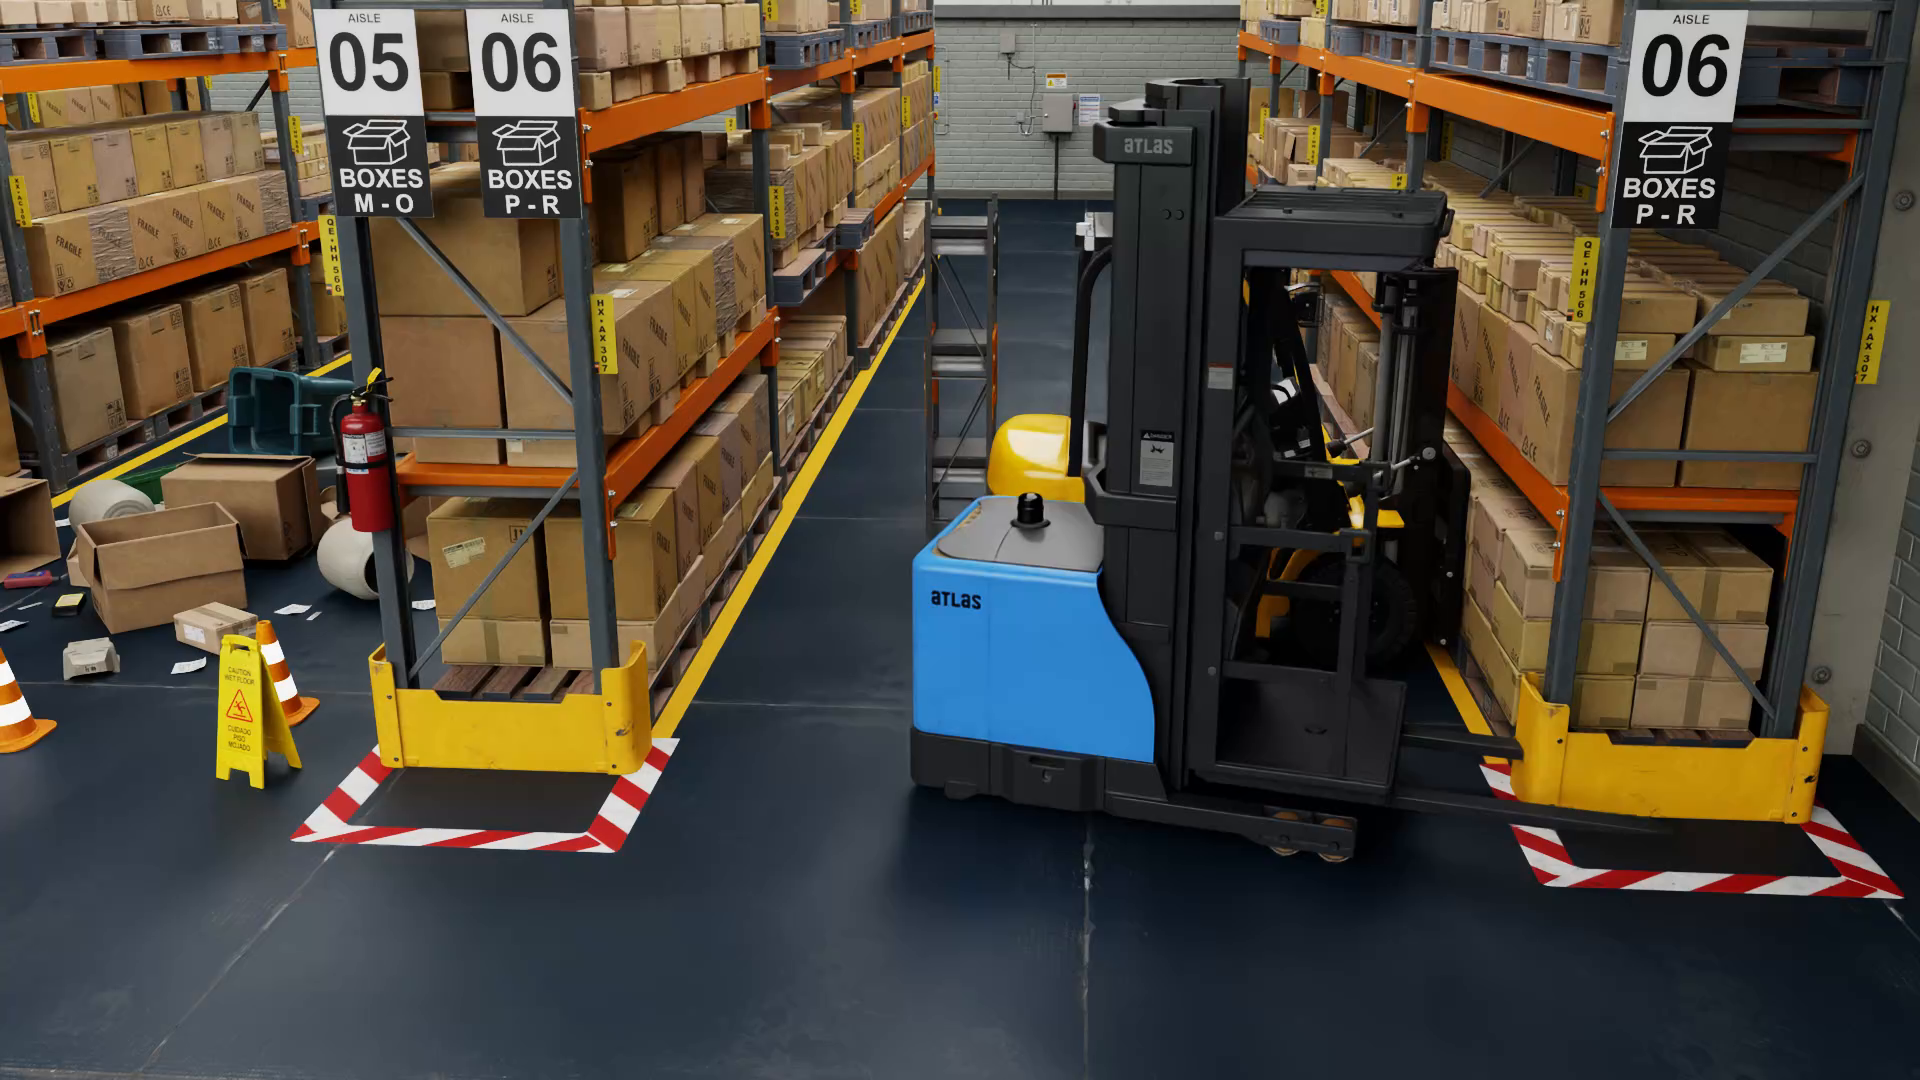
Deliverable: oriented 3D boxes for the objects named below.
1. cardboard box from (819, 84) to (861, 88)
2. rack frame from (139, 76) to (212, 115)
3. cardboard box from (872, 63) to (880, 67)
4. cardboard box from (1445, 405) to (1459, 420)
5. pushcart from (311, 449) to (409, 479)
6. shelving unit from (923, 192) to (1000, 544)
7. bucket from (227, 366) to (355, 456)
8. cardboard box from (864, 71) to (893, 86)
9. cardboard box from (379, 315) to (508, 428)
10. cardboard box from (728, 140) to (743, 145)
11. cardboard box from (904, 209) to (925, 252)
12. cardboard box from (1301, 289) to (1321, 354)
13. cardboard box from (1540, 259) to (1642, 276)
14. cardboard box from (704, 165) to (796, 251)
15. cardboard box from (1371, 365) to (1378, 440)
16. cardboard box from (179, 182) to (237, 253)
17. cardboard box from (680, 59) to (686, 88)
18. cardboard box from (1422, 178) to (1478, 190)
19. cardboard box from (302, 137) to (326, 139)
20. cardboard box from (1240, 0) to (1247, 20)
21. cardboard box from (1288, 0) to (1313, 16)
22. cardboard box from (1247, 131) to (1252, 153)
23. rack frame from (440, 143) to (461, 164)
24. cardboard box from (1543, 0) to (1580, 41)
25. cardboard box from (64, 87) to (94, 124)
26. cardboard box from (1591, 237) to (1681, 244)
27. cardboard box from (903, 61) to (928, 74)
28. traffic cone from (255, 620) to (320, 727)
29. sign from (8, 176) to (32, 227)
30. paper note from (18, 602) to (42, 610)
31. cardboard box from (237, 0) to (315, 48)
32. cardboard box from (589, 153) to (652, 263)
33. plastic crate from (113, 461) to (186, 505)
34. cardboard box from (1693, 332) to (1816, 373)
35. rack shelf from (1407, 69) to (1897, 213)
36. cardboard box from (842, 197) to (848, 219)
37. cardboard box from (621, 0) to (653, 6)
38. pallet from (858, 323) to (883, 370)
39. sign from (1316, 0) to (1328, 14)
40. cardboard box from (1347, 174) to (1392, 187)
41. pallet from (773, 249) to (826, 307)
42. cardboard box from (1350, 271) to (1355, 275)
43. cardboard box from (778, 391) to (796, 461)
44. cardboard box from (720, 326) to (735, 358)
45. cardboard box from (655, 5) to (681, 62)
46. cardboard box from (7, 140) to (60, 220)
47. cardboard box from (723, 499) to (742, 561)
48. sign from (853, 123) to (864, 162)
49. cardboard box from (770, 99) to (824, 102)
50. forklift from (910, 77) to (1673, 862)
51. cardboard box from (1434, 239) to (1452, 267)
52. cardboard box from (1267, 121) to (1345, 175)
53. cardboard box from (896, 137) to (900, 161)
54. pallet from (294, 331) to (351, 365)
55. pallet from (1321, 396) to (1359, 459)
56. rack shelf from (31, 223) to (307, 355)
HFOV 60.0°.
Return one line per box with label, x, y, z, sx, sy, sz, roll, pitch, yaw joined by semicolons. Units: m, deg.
cardboard box;-1.375;-4.840;18.612;0.500;0.500;0.500;1;18;3
rack frame;-10.731;-5.629;22.783;1.000;3.000;0.127;1;18;4
cardboard box;-1.196;-5.808;20.523;0.380;0.149;0.250;1;18;4
cardboard box;2.850;-0.637;9.685;0.500;0.250;0.500;1;18;4
pushcart;-3.985;-0.470;11.250;1.648;0.377;0.936;-5;19;-15
shelving unit;0.012;-1.049;10.253;0.431;2.100;0.503;1;18;4
bucket;-4.362;-0.833;10.963;0.726;0.611;0.620;8;10;23
cardboard box;-0.852;-5.088;18.326;0.380;0.149;0.250;1;18;3
cardboard box;-2.230;-0.802;7.414;0.500;0.500;0.500;1;18;3
cardboard box;-1.745;-2.849;12.989;0.500;0.500;0.500;2;18;5
cardboard box;-0.852;-3.898;20.941;0.875;0.438;0.875;2;18;5
cardboard box;3.347;-1.961;14.930;0.500;0.500;0.500;2;18;6
cardboard box;2.843;-1.176;7.516;0.380;0.149;0.250;1;18;4
cardboard box;-1.388;-2.208;11.032;0.500;0.500;0.500;2;18;5
cardboard box;3.270;-0.804;11.199;0.875;0.625;0.625;2;18;6
cardboard box;-6.202;-2.593;13.360;0.500;0.500;0.500;1;18;3
cardboard box;-1.579;-2.324;8.285;0.380;0.149;0.250;1;18;2
cardboard box;3.618;-2.586;12.296;0.380;0.149;0.250;2;18;5
cardboard box;-6.080;-3.746;15.811;0.380;0.149;0.250;1;18;2
cardboard box;3.800;-6.662;20.882;0.500;0.250;0.500;1;18;3
cardboard box;3.315;-5.047;15.758;0.380;0.149;0.250;2;18;5
cardboard box;3.719;-4.759;19.894;0.500;0.250;0.500;1;18;2
rack frame;-6.078;-4.244;18.558;1.000;3.000;0.127;1;18;4
cardboard box;2.732;-2.280;7.127;0.396;0.266;0.258;1;18;4
cardboard box;-10.686;-5.109;19.755;0.500;0.500;0.500;1;18;4
cardboard box;3.334;-1.405;8.213;0.380;0.149;0.250;1;18;4
cardboard box;-0.602;-5.961;20.989;0.380;0.149;0.250;1;18;3
traffic cone;-3.250;0.605;7.833;0.336;0.463;0.334;1;18;4
sign;-6.098;-2.197;10.792;0.100;0.325;0.005;1;18;4
paper note;-5.191;0.368;9.284;0.032;0.001;0.123;12;22;32
cardboard box;-6.059;-4.646;14.807;0.500;0.500;0.500;1;18;4
cardboard box;-2.023;-1.735;8.657;0.700;0.500;0.500;1;18;4
plastic crate;-5.357;-0.367;11.150;0.450;0.188;0.662;0;15;35
cardboard box;3.240;-0.784;6.795;0.380;0.149;0.250;1;18;3
rack shelf;3.101;-2.033;8.149;1.077;0.370;4.000;1;18;4
cardboard box;-1.130;-2.732;13.672;0.380;0.149;0.250;1;18;3
cardboard box;-1.591;-2.460;7.419;0.380;0.149;0.250;1;18;4
pallet;-1.289;-1.841;15.702;1.003;0.211;1.213;1;18;4
sign;2.990;-4.497;13.682;0.100;0.325;0.005;1;18;4
cardboard box;3.132;-2.675;12.568;0.380;0.149;0.250;2;18;5
pallet;-1.507;-1.823;11.478;1.003;0.211;1.213;1;18;4
cardboard box;3.145;-2.132;12.354;0.500;0.250;0.500;2;18;6
cardboard box;-1.672;-0.794;11.575;0.950;0.372;0.625;2;18;5
cardboard box;-1.496;-1.139;9.484;0.380;0.149;0.250;1;18;3
cardboard box;-1.634;-2.401;7.879;0.500;0.250;0.500;2;18;6
cardboard box;-6.622;-2.436;11.275;0.700;0.500;0.500;1;18;3
cardboard box;-1.551;-0.060;9.531;0.500;0.250;0.500;2;18;5
sign;-0.878;-3.426;14.329;0.100;0.325;0.005;1;18;4
cardboard box;-1.573;-3.925;15.819;0.500;0.500;0.500;1;18;4
forklift;1.363;-0.309;6.658;3.031;2.935;1.130;6;19;17
cardboard box;2.859;-1.596;9.275;0.380;0.149;0.250;2;18;5
cardboard box;3.523;-3.996;16.967;0.700;0.500;0.500;1;18;5
cardboard box;-0.923;-4.189;17.828;0.500;0.250;0.500;1;18;4
pallet;-6.307;-1.919;15.942;1.003;0.211;1.213;1;18;4
pallet;3.343;-0.855;12.694;1.003;0.211;1.213;1;18;4
rack shelf;-6.508;-2.039;12.983;1.077;0.370;4.000;1;18;4
